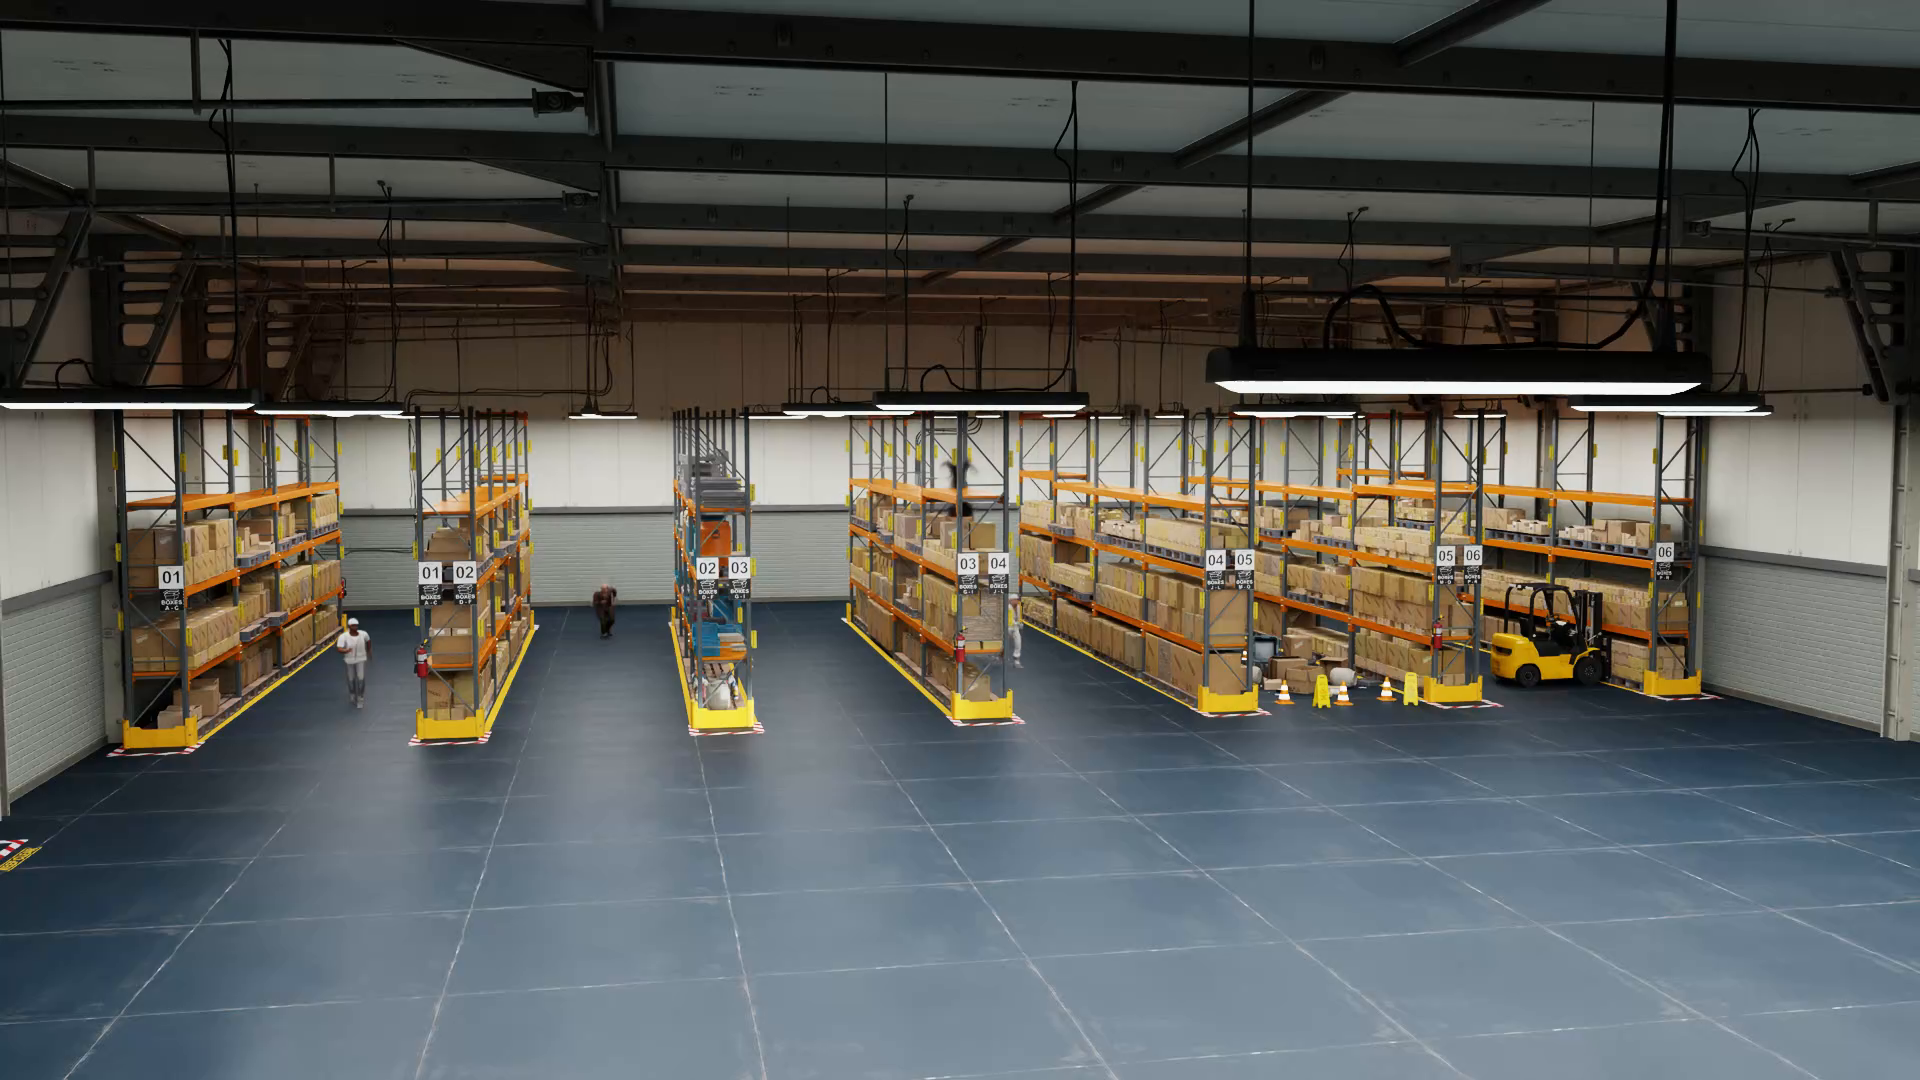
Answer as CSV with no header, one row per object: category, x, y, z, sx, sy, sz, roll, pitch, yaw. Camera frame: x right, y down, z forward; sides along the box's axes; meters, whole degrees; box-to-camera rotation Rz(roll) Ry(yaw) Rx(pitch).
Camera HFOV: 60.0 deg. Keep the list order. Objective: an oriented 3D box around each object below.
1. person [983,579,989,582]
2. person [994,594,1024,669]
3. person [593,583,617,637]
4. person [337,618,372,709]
person,0.610,1.605,46.520,0.529,1.584,0.861,-1,4,-12
person,1.142,2.098,38.619,0.681,1.754,0.972,-3,5,-36
person,-9.346,1.850,43.874,0.727,1.488,1.024,-2,4,-25
person,-12.139,2.470,33.348,0.653,1.823,0.855,-2,4,-21
